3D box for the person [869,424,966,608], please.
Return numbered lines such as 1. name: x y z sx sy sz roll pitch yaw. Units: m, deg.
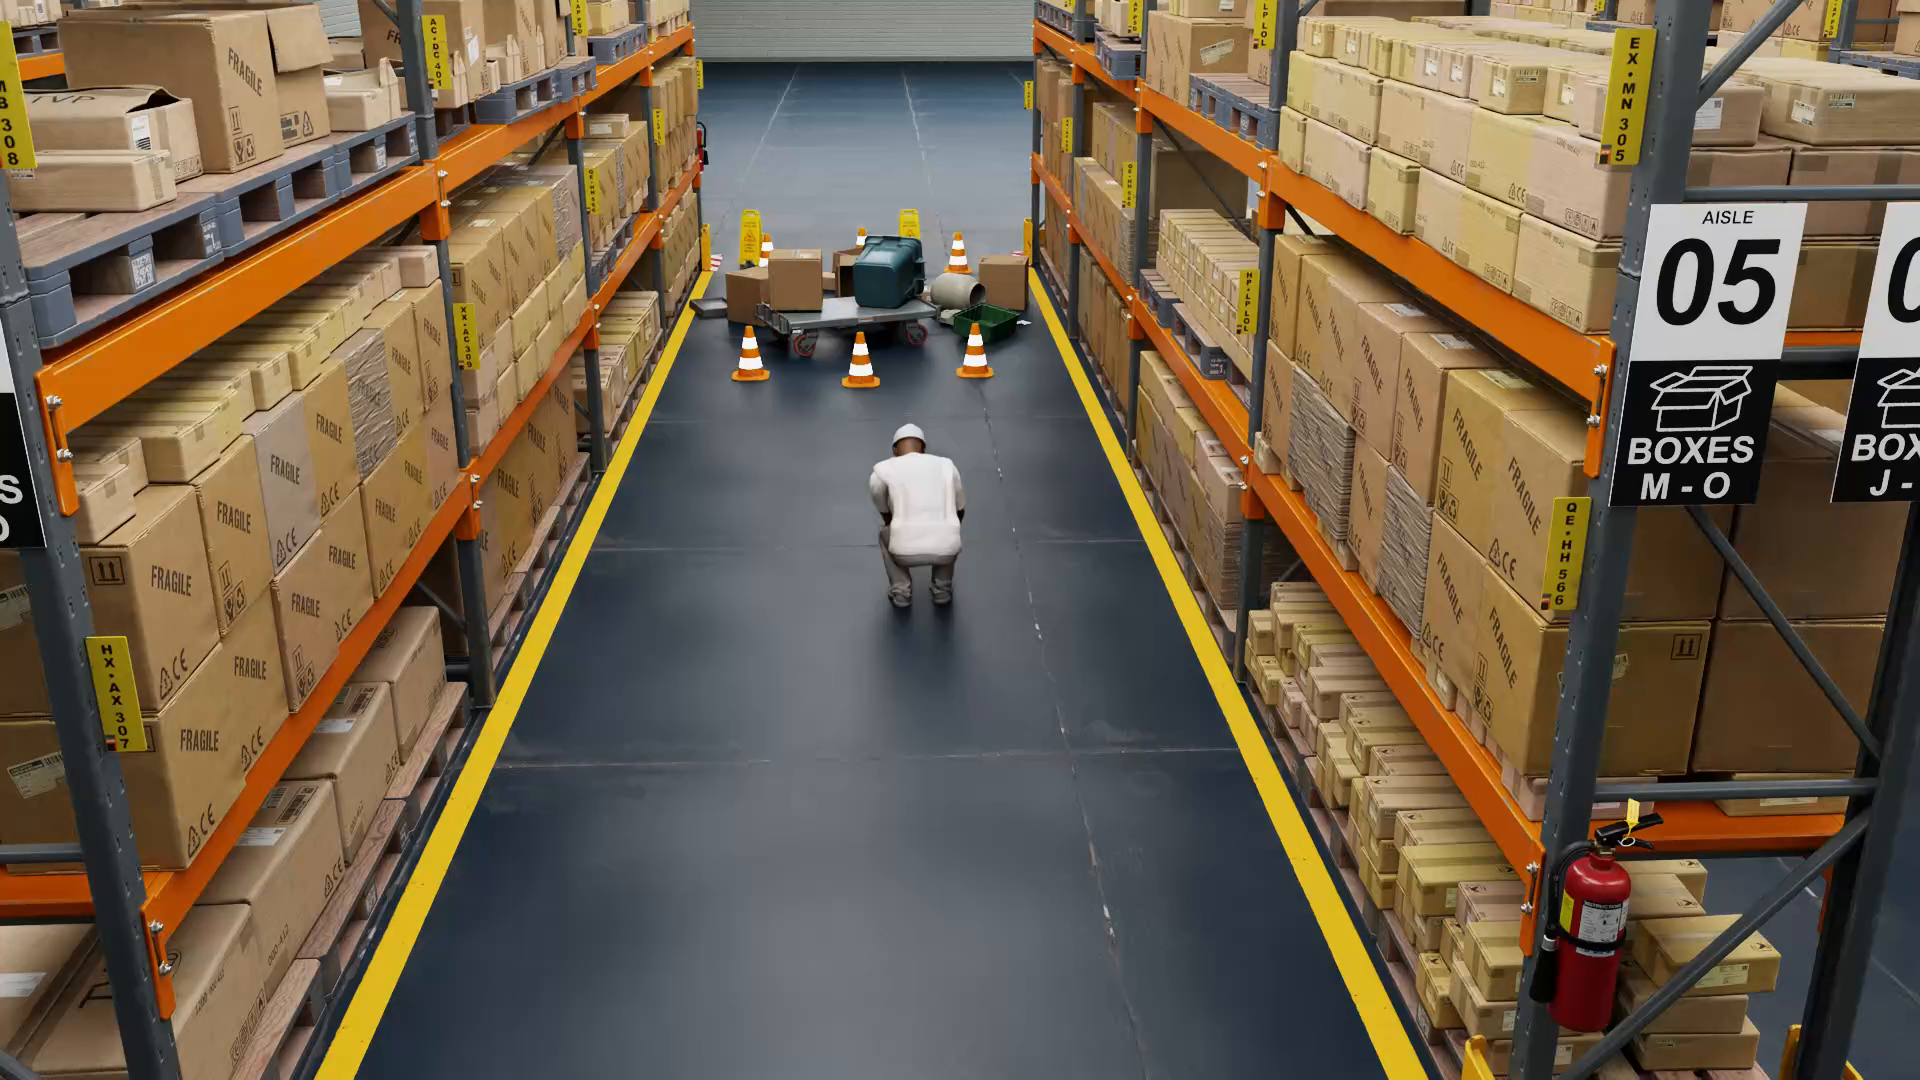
1. person: -0.250 -0.152 10.074 0.589 0.999 0.871 -1 20 -3
